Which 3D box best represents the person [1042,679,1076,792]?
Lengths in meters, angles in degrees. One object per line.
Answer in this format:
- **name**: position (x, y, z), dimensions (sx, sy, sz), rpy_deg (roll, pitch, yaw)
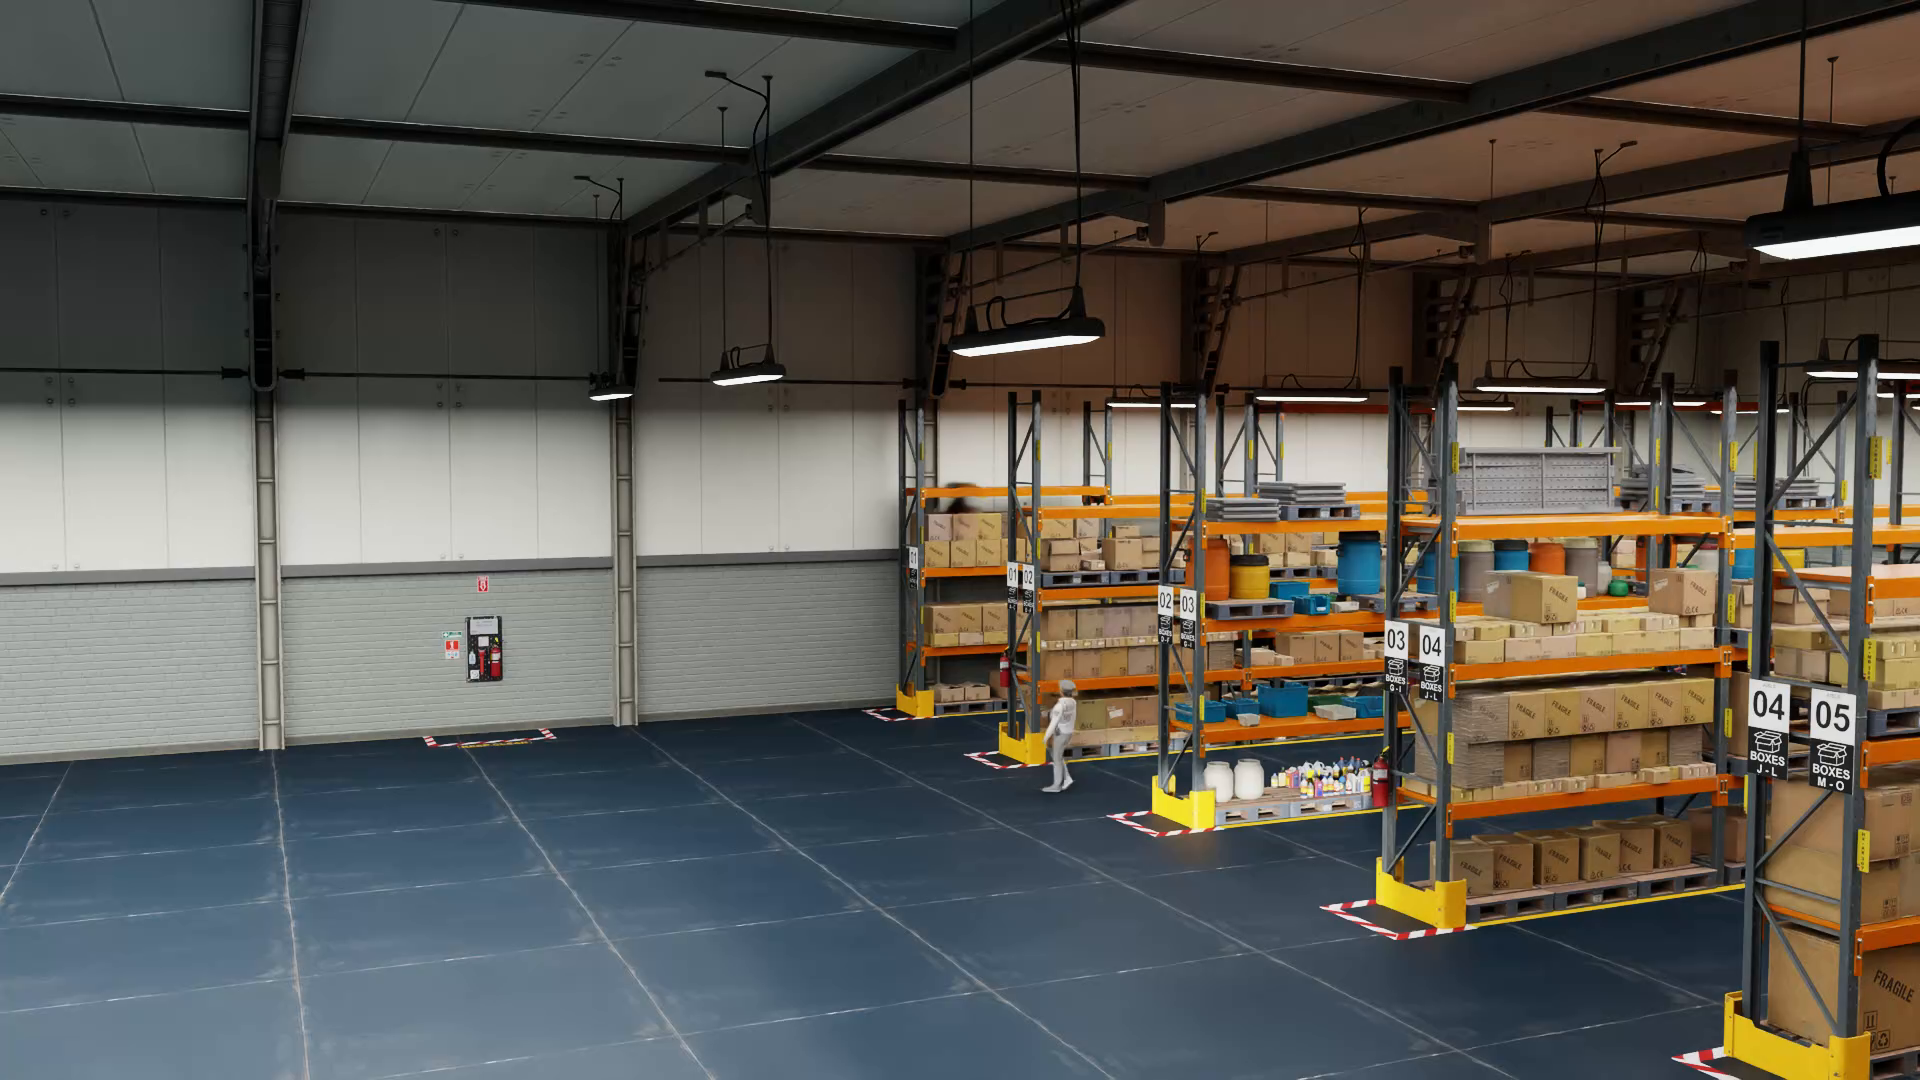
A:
- **person**: position (1.474, 2.902, 24.568), dimensions (0.509, 1.714, 0.517), rpy_deg (1, 4, 17)
